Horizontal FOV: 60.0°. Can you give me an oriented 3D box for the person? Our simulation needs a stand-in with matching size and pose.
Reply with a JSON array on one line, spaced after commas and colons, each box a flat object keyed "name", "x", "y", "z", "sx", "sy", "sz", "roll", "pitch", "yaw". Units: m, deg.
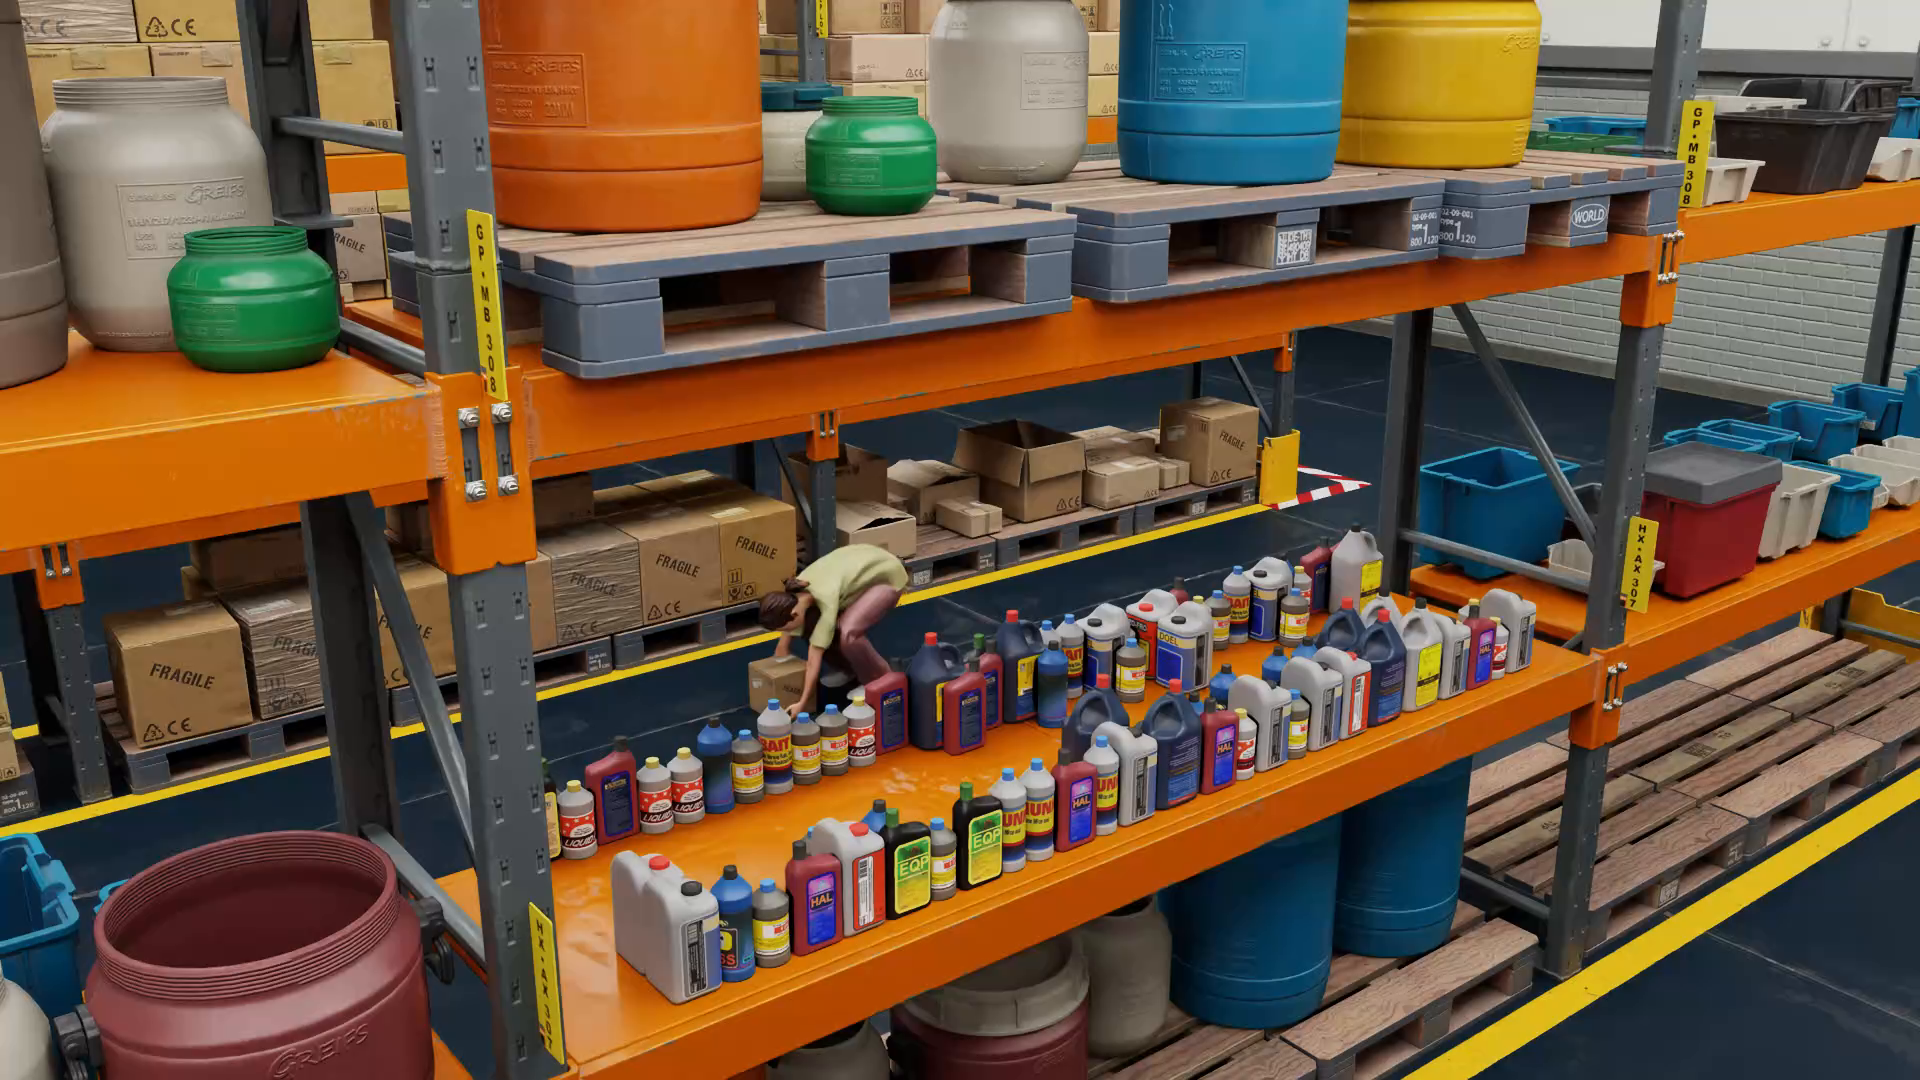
[{"name": "person", "x": -0.660, "y": 0.462, "z": 8.625, "sx": 0.864, "sy": 0.795, "sz": 0.472, "roll": -14, "pitch": 23, "yaw": -37}]
